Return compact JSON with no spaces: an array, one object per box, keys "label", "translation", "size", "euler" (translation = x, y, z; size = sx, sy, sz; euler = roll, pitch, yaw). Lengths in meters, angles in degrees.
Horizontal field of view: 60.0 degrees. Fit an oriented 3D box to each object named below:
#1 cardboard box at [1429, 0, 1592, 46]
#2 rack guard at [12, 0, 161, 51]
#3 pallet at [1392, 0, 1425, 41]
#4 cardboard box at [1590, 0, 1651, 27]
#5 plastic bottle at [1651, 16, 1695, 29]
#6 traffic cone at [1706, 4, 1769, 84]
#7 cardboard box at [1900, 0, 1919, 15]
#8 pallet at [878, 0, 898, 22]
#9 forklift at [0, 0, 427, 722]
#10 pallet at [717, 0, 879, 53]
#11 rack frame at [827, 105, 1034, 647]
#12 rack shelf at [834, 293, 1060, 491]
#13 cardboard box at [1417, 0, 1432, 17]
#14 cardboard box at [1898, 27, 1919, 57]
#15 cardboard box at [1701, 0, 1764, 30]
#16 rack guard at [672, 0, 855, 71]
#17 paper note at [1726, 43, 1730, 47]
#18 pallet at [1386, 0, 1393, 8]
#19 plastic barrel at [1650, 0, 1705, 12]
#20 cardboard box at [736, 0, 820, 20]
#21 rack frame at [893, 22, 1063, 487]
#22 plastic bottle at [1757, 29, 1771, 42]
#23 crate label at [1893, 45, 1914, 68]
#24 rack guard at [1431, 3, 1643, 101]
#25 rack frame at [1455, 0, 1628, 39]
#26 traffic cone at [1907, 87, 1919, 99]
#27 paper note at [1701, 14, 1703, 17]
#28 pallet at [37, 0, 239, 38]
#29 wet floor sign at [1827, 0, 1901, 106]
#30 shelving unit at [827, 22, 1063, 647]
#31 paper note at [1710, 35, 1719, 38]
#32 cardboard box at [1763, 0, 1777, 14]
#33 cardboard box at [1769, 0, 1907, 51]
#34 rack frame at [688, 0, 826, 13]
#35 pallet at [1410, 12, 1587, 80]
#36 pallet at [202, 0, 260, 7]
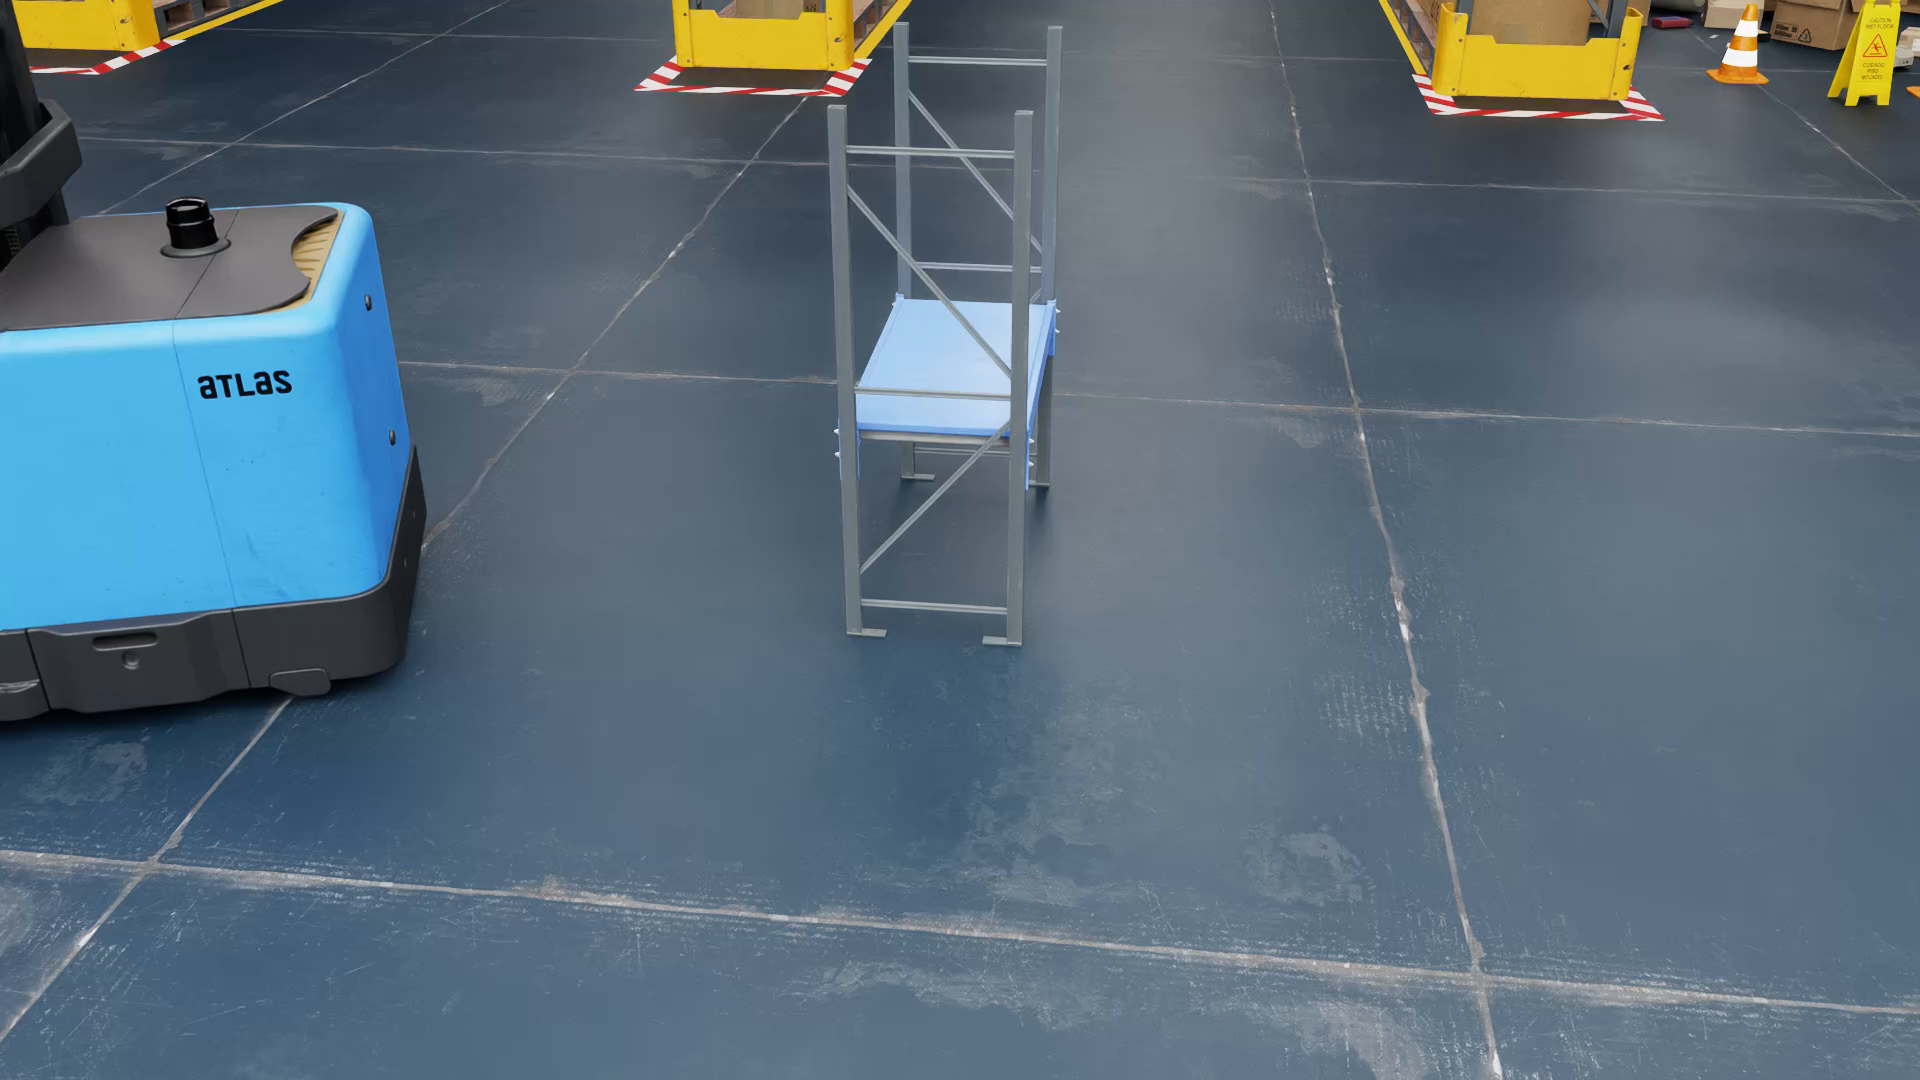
[{"label":"cardboard box","translation":[3.610,-3.739,10.825],"size":[0.875,0.875,0.875],"euler":[4,29,6]},{"label":"rack guard","translation":[-6.271,-3.728,11.643],"size":[1.175,0.500,0.348],"euler":[3,28,6]},{"label":"pallet","translation":[3.765,-3.892,12.252],"size":[1.003,0.211,1.213],"euler":[3,28,6]},{"label":"cardboard box","translation":[4.911,-4.160,12.441],"size":[0.500,0.500,0.500],"euler":[8,29,15]},{"label":"plastic bottle","translation":[5.274,-3.825,12.286],"size":[0.283,0.061,0.133],"euler":[-6,29,-11]},{"label":"traffic cone","translation":[5.067,-3.217,10.733],"size":[0.336,0.463,0.334],"euler":[3,28,6]},{"label":"cardboard box","translation":[7.526,-4.284,12.673],"size":[0.500,0.500,0.500],"euler":[-24,36,-37]},{"label":"pallet","translation":[-1.022,-4.263,12.941],"size":[1.003,0.211,1.213],"euler":[3,28,6]},{"label":"forklift","translation":[-3.082,-0.970,3.961],"size":[3.031,2.935,1.130],"euler":[-6,29,-10]},{"label":"pallet","translation":[-1.174,-3.691,11.878],"size":[1.003,0.211,1.213],"euler":[3,28,6]},{"label":"rack frame","translation":[-0.073,-0.381,4.376],"size":[0.500,1.500,0.032],"euler":[3,28,6]},{"label":"rack shelf","translation":[-0.010,-0.462,4.905],"size":[0.538,0.185,1.000],"euler":[3,28,6]},{"label":"cardboard box","translation":[3.716,-4.153,11.594],"size":[0.875,0.875,0.875],"euler":[3,28,5]},{"label":"cardboard box","translation":[6.673,-3.405,11.414],"size":[0.380,0.149,0.250],"euler":[20,34,32]},{"label":"cardboard box","translation":[5.700,-3.929,12.264],"size":[0.396,0.266,0.258],"euler":[8,29,15]},{"label":"rack guard","translation":[-1.309,-3.437,11.103],"size":[1.175,0.500,0.348],"euler":[3,28,6]},{"label":"paper note","translation":[5.464,-3.478,11.676],"size":[0.144,0.017,0.142],"euler":[14,31,24]},{"label":"pallet","translation":[3.912,-4.468,13.321],"size":[1.003,0.211,1.213],"euler":[3,28,6]},{"label":"plastic barrel","translation":[5.466,-4.292,12.770],"size":[0.421,0.421,0.512],"euler":[-24,36,-37]},{"label":"cardboard box","translation":[-1.225,-3.880,11.481],"size":[0.500,0.500,0.500],"euler":[9,30,16]},{"label":"rack frame","translation":[0.052,-0.859,5.264],"size":[0.500,1.500,0.032],"euler":[3,28,6]},{"label":"plastic bottle","translation":[5.665,-3.628,11.920],"size":[0.133,0.061,0.283],"euler":[-6,29,-11]},{"label":"crate label","translation":[6.181,-3.222,11.085],"size":[0.250,0.136,0.298],"euler":[-11,30,-20]},{"label":"rack guard","translation":[3.589,-3.055,10.393],"size":[1.175,0.500,0.348],"euler":[3,28,6]},{"label":"rack frame","translation":[3.592,-4.166,9.821],"size":[1.000,3.000,0.127],"euler":[3,28,6]},{"label":"traffic cone","translation":[6.147,-2.991,10.314],"size":[0.336,0.463,0.334],"euler":[3,28,6]},{"label":"paper note","translation":[5.732,-3.993,12.638],"size":[0.172,0.023,0.155],"euler":[14,31,24]},{"label":"pallet","translation":[-6.166,-3.983,12.421],"size":[1.003,0.211,1.213],"euler":[3,28,6]},{"label":"wet floor sign","translation":[5.554,-3.001,10.140],"size":[0.267,0.644,0.232],"euler":[-1,28,-3]},{"label":"shelving unit","translation":[-0.010,-0.620,4.820],"size":[0.538,1.500,1.048],"euler":[3,28,6]},{"label":"paper note","translation":[5.426,-3.623,11.964],"size":[0.032,0.001,0.123],"euler":[20,34,32]},{"label":"cardboard box","translation":[6.326,-4.302,12.561],"size":[0.797,0.637,0.503],"euler":[3,28,6]},{"label":"cardboard box","translation":[6.220,-3.801,11.775],"size":[0.797,0.503,0.637],"euler":[-17,33,-29]},{"label":"rack frame","translation":[-1.318,-4.502,10.444],"size":[1.000,3.000,0.127],"euler":[3,28,6]},{"label":"pallet","translation":[3.613,-3.320,11.189],"size":[1.003,0.211,1.213],"euler":[3,28,6]},{"label":"pallet","translation":[-6.014,-4.556,13.484],"size":[1.003,0.211,1.213],"euler":[3,28,6]}]
